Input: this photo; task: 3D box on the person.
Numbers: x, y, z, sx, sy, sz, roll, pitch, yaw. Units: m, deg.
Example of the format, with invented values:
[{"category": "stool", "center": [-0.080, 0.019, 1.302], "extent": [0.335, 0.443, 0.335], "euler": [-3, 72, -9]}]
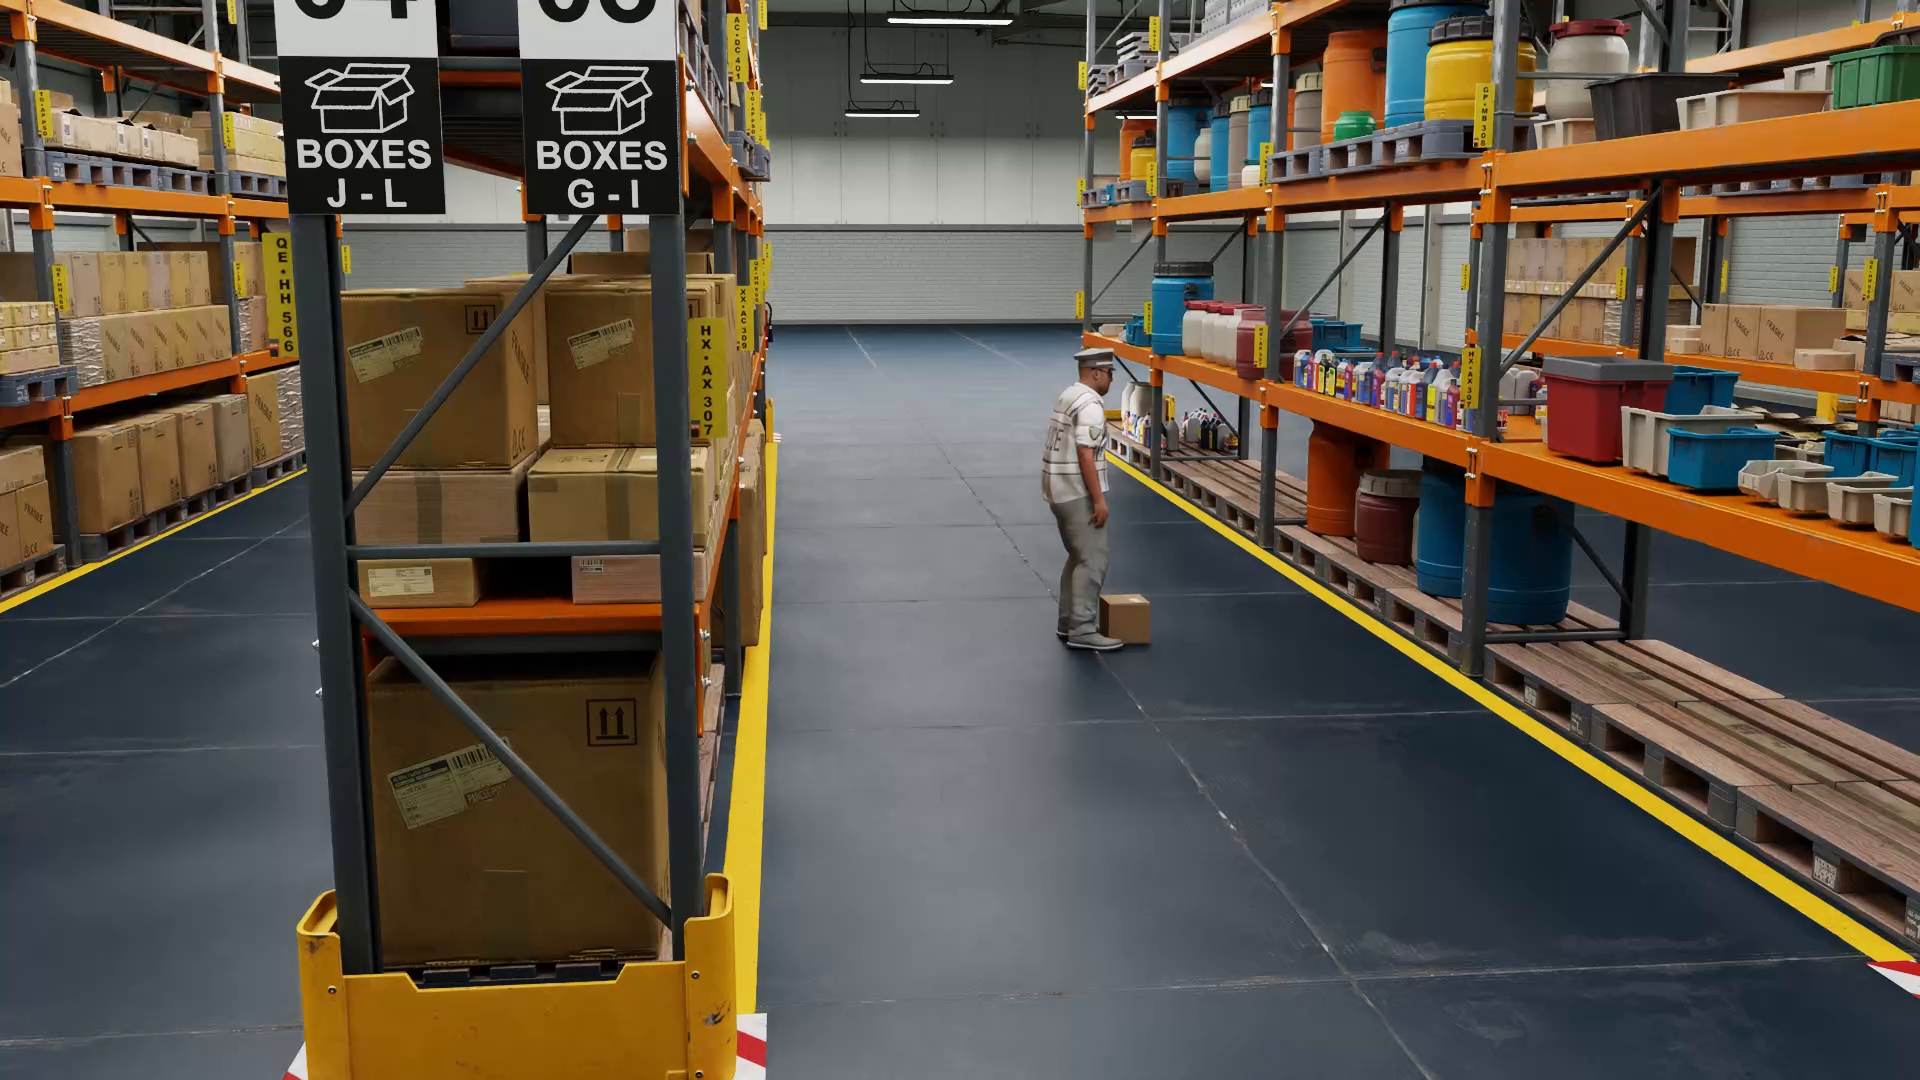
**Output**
[{"category": "person", "center": [0.712, -0.255, 9.840], "extent": [0.437, 1.747, 0.603], "euler": [-2, 10, -10]}]
